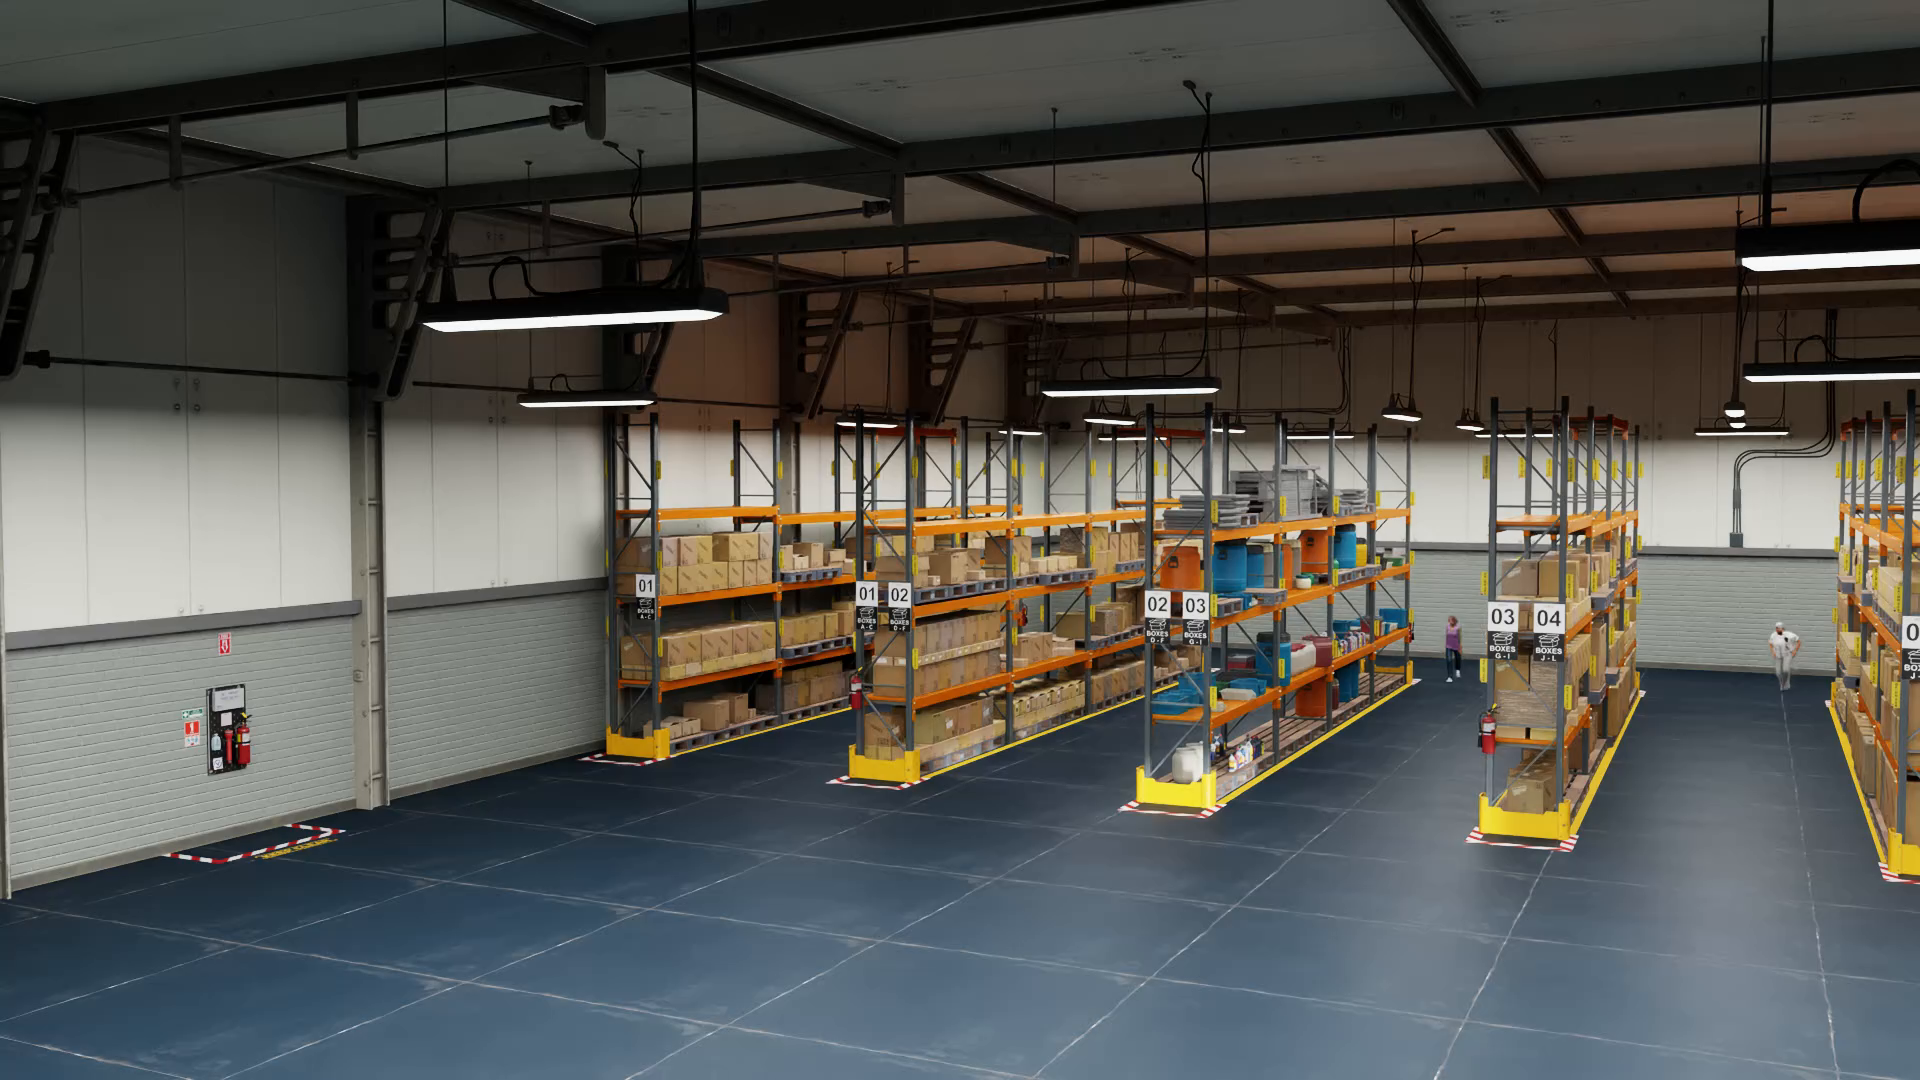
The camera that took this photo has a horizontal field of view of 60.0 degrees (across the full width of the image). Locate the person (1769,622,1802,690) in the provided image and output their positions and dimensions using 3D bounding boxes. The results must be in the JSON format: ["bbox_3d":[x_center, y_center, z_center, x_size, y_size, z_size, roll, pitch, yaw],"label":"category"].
[{"bbox_3d":[18.662,2.637,37.599,0.664,1.571,0.730,2,3,37],"label":"person"}]

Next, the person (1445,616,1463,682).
[{"bbox_3d":[11.687,2.554,39.284,0.415,1.563,0.768,1,3,23],"label":"person"}]
